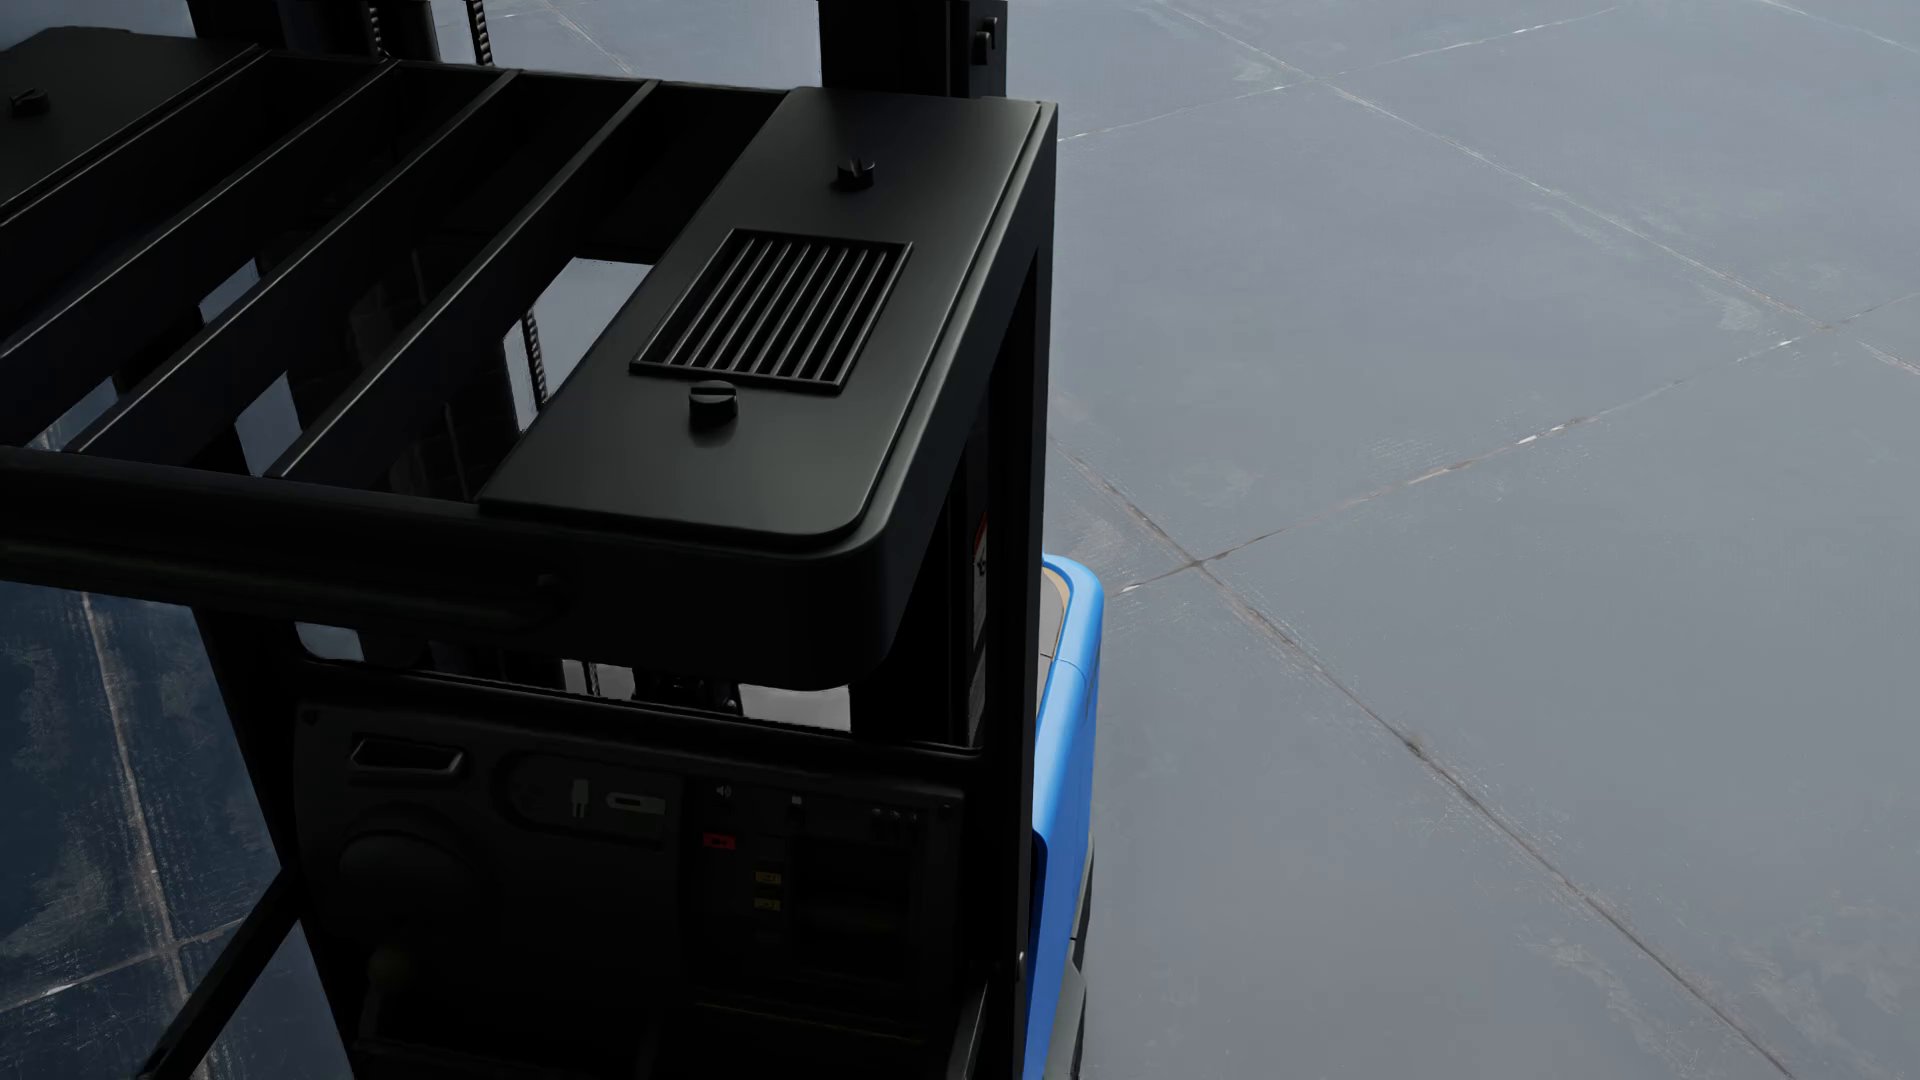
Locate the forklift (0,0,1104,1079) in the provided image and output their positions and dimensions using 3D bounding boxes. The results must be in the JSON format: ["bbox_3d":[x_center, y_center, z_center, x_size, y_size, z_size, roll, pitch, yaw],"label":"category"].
[{"bbox_3d":[-0.496,0.515,2.060,1.130,2.935,3.031,7,37,9],"label":"forklift"}]
